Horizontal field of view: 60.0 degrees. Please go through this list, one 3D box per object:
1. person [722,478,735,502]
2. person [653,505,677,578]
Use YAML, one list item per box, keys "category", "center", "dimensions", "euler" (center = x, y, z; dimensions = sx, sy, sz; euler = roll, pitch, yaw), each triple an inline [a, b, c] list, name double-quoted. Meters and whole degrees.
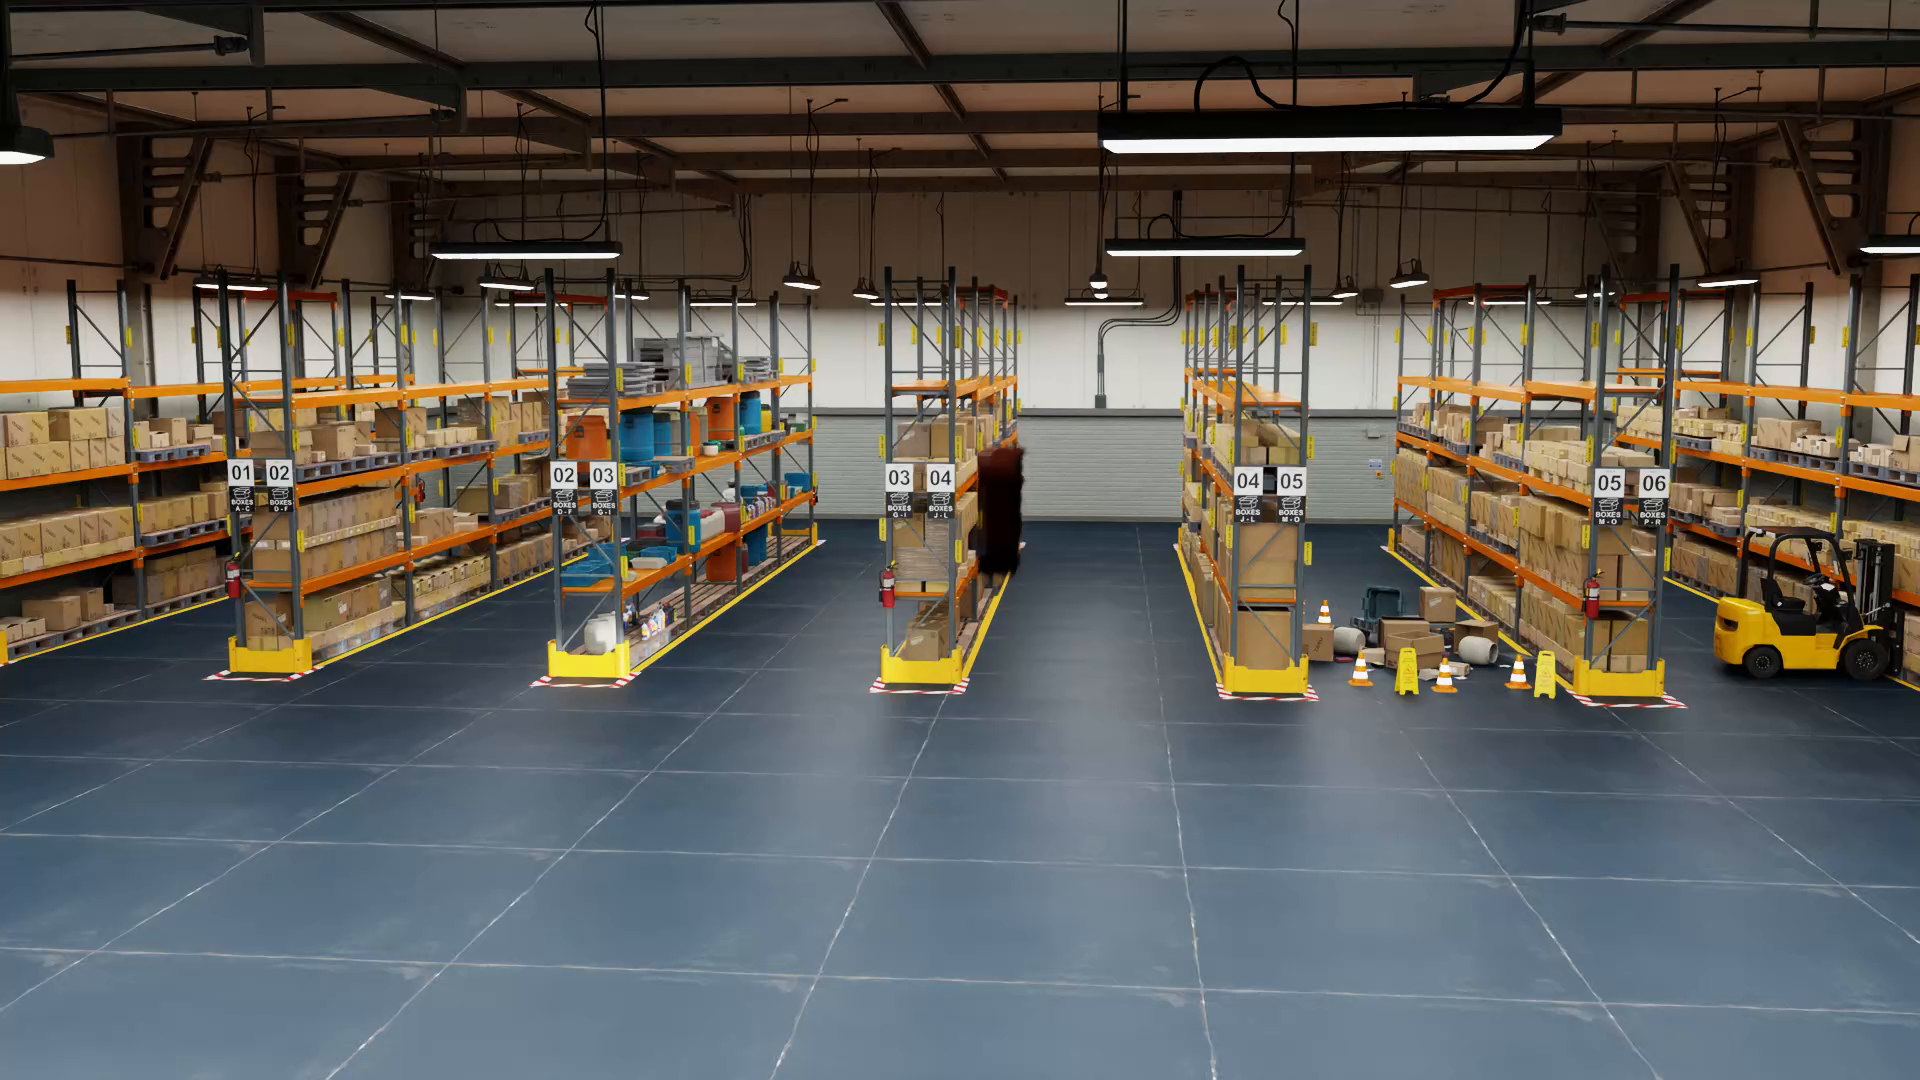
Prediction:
- category: "person"
  center: [-5.423, -0.623, 39.464]
  dimensions: [0.520, 1.681, 0.418]
  euler: [-1, 7, -6]
- category: "person"
  center: [-6.053, 0.041, 34.472]
  dimensions: [0.571, 1.574, 0.746]
  euler: [2, 7, 16]
